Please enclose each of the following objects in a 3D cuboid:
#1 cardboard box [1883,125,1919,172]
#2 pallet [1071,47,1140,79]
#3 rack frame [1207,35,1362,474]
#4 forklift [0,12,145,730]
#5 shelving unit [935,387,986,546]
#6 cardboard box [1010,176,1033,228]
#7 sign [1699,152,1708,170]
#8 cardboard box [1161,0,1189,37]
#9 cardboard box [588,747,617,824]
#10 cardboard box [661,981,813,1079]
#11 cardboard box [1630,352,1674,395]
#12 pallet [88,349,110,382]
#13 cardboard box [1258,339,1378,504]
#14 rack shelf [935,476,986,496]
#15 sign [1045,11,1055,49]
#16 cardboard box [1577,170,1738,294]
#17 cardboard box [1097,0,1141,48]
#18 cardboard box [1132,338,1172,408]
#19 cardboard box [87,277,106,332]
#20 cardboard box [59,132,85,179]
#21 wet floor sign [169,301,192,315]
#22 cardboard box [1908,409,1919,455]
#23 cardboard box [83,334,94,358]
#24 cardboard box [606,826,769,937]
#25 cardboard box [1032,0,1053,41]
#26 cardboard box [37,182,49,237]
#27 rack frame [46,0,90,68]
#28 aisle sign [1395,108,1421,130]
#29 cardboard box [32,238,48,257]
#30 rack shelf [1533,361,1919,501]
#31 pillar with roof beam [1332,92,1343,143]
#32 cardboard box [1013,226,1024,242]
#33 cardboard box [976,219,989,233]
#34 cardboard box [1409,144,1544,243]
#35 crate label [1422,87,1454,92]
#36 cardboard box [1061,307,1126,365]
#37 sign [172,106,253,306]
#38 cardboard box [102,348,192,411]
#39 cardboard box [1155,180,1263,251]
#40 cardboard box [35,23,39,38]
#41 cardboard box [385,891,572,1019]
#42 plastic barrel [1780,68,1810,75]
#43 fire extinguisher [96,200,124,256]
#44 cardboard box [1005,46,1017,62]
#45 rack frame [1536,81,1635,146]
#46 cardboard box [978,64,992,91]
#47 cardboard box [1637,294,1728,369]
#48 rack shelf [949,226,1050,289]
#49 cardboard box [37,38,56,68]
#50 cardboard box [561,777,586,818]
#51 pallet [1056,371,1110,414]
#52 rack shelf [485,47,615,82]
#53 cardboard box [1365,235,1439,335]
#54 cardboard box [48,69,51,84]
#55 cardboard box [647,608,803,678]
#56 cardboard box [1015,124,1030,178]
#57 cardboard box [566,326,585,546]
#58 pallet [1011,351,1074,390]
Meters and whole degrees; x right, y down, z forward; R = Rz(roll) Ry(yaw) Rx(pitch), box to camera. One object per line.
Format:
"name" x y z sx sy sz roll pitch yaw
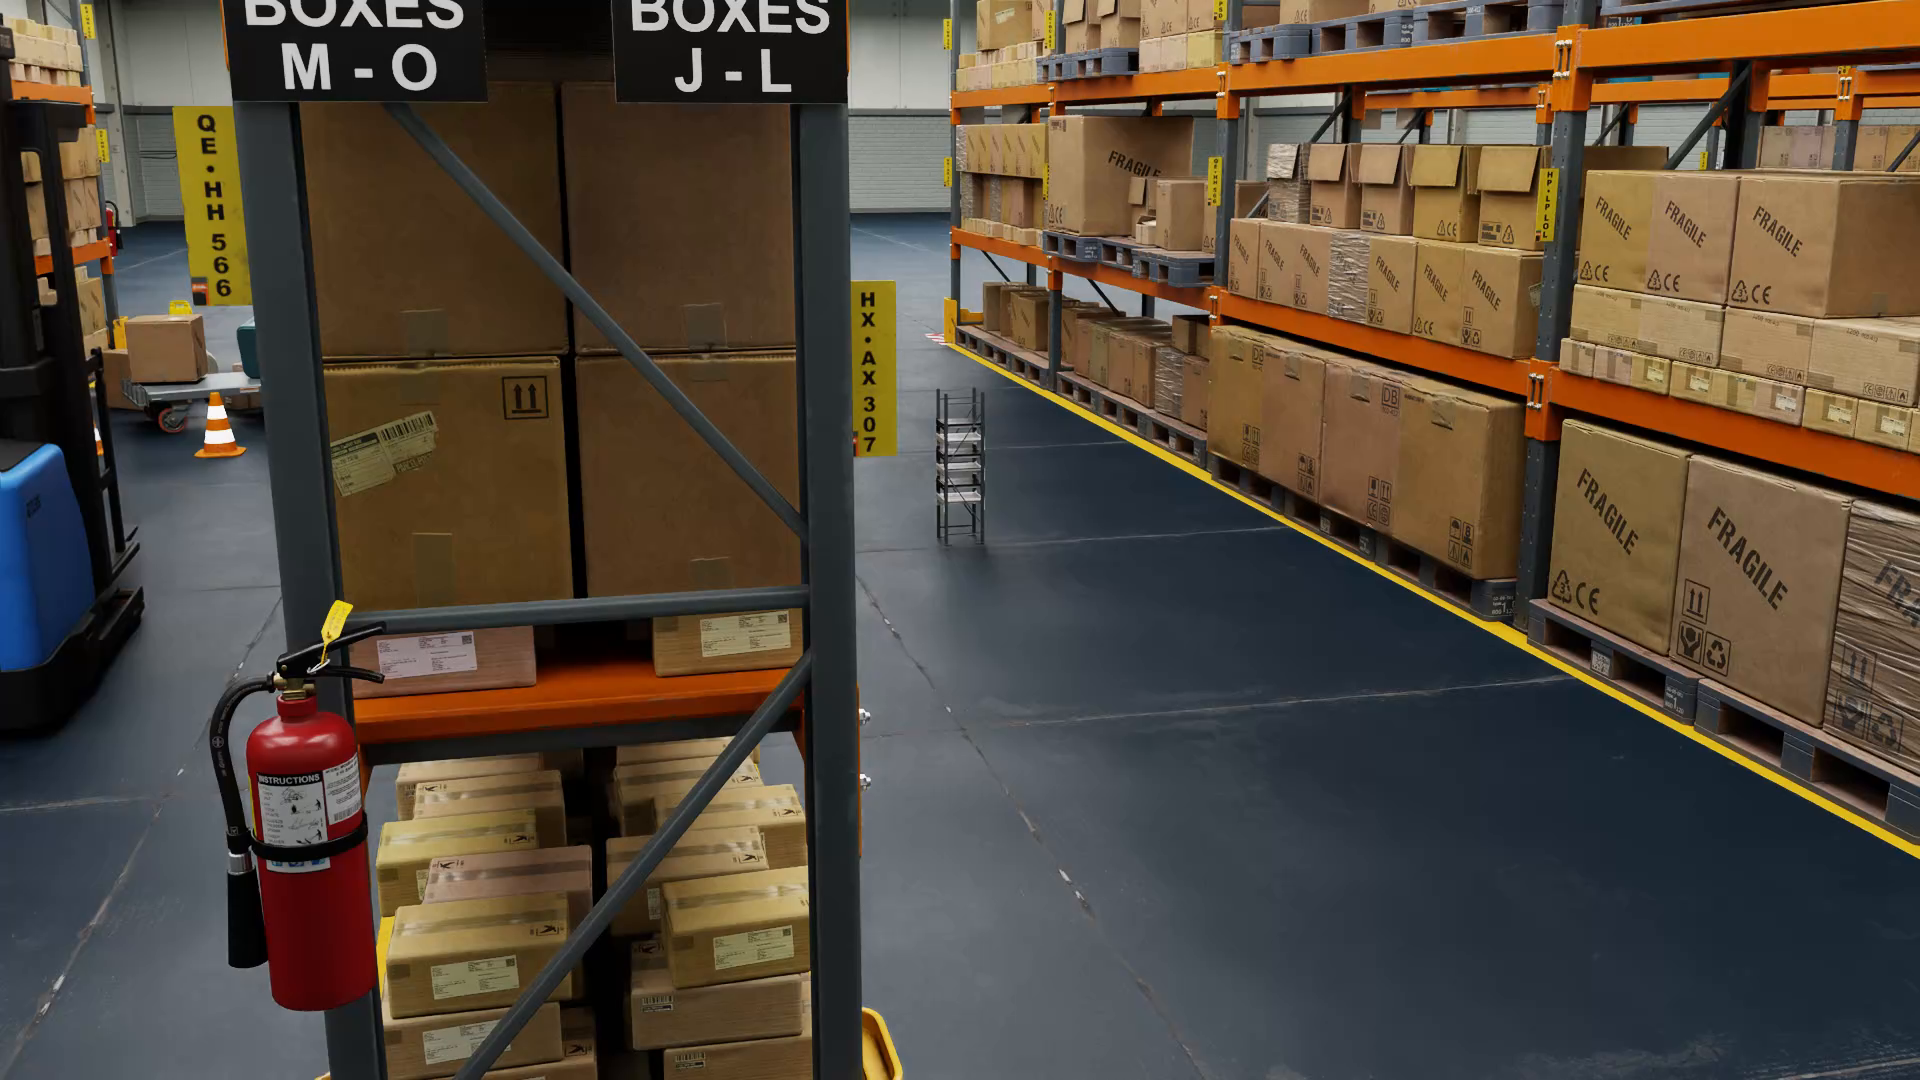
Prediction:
"cardboard box" 10.732 -4.334 18.402 0.700 0.500 0.500 -3 14 -13
"pallet" 1.620 -3.864 13.497 1.213 0.211 1.003 -3 14 -13
"rack frame" 2.272 -1.962 11.639 1.000 3.000 0.127 -3 14 -13
"forklift" -4.532 -0.926 7.543 1.130 2.935 3.031 -4 14 -16
"shelving unit" 0.002 -0.435 9.813 0.258 0.900 0.210 -3 14 -13
"cardboard box" 0.988 -3.413 16.738 0.875 0.500 0.500 -3 14 -13
"sign" 9.482 -4.789 21.217 0.100 0.325 0.005 -3 14 -13
"cardboard box" 1.786 -3.925 12.087 0.500 0.500 0.500 -3 14 -13
"cardboard box" -0.934 0.738 5.081 0.380 0.149 0.250 -3 14 -10
"cardboard box" -0.506 1.178 3.906 0.380 0.149 0.250 -3 14 -12
"cardboard box" 3.082 -0.710 7.040 0.380 0.149 0.250 -3 14 -11
"pallet" -9.065 -1.694 16.417 1.003 0.211 1.213 -3 14 -13
"cardboard box" 2.616 -0.768 10.342 1.225 0.875 0.875 -3 14 -13
"rack shelf" 0.002 -0.315 9.842 0.258 0.077 0.200 -3 14 -13
"sign" 0.807 -4.562 14.868 0.100 0.325 0.005 -3 14 -13
"cardboard box" 3.075 -1.351 7.245 0.500 0.500 0.500 -3 14 -13
"cardboard box" 1.569 -4.265 13.643 0.797 0.503 0.637 -3 14 -11
"cardboard box" 1.813 -1.373 13.567 0.700 0.500 0.500 -2 14 -8
"cardboard box" -8.798 -2.318 16.423 0.500 0.500 0.500 -3 14 -13
"cardboard box" -8.576 -3.600 15.397 0.700 0.500 0.500 -3 14 -14
"wet floor sign" -8.244 -2.215 17.636 0.267 0.644 0.232 2 14 6
"cardboard box" 3.444 -0.354 5.585 0.380 0.149 0.250 -3 14 -13
"cardboard box" -8.674 -1.833 16.016 0.500 0.250 0.500 -3 14 -13
"cardboard box" -0.669 0.831 4.072 0.380 0.149 0.250 -3 14 -12
"cardboard box" 0.979 -4.868 15.321 0.500 0.500 0.500 -4 14 -15
"cardboard box" -8.517 -2.990 15.006 0.500 0.500 0.500 -3 14 -13
"rack frame" -9.240 -6.170 16.221 1.000 3.000 0.127 -3 14 -13
"aisle sign" 5.479 -5.380 20.151 0.394 0.787 0.004 -3 14 -13
"cardboard box" -8.354 -2.597 14.766 0.380 0.149 0.250 -3 14 -13
"rack shelf" 3.681 -0.229 6.059 1.077 0.370 4.000 -3 14 -13
"pillar with roof beam" 6.022 -12.734 43.088 9.100 9.000 0.400 -3 14 -13
"cardboard box" 0.751 -3.088 16.774 0.380 0.149 0.250 -3 14 -13
"cardboard box" 0.391 -3.433 18.189 0.380 0.149 0.250 -3 14 -13
"cardboard box" 2.903 -1.881 8.983 0.797 0.503 0.637 -3 14 -13
"crate label" 5.326 -5.019 18.142 0.502 0.251 0.408 -3 14 -13
"cardboard box" 1.277 -1.969 16.050 0.500 0.500 0.500 -4 14 -15
"sign" -1.238 -0.553 2.767 0.100 0.325 0.005 -3 14 -13
"cardboard box" -7.229 -1.443 14.774 0.500 0.500 0.500 7 15 26
"cardboard box" 1.878 -2.461 12.583 0.700 0.500 0.500 -1 14 -5
"cardboard box" -8.712 -4.679 15.287 0.380 0.149 0.250 -3 14 -13
"cardboard box" -1.065 0.920 3.709 0.380 0.149 0.250 -3 14 -13
"plastic barrel" 6.951 -4.257 13.805 0.600 0.830 0.708 -3 14 -13
"fire extinguisher" -8.819 -3.270 17.155 0.296 0.674 0.183 -3 14 -13
"cardboard box" 0.661 -4.826 16.515 0.380 0.149 0.250 -3 14 -11
"rack frame" 6.147 -3.161 16.547 1.000 3.000 0.127 -3 14 -13
"cardboard box" 0.495 -4.834 17.387 0.500 0.250 0.500 -3 14 -13
"cardboard box" 3.179 -0.873 6.871 0.500 0.250 0.500 -3 14 -13
"rack shelf" 0.863 -2.997 17.390 1.077 0.370 4.000 -3 14 -13
"cardboard box" -8.614 -4.446 15.173 0.500 0.250 0.500 -3 14 -12
"cardboard box" -1.380 0.850 5.251 0.380 0.149 0.250 -3 14 -12
"pallet" 1.517 -1.351 15.013 1.003 0.211 1.213 -3 14 -13
"rack shelf" -2.103 -2.356 8.444 1.077 0.370 4.000 -3 14 -13
"cardboard box" 2.597 -1.416 9.191 0.500 0.500 0.500 -3 14 -14
"cardboard box" -8.770 -4.343 15.593 0.380 0.149 0.250 -3 14 -13
"cardboard box" -0.452 0.165 3.460 0.380 0.149 0.250 -3 14 -14
"cardboard box" 0.841 -3.768 16.085 0.500 0.500 0.500 -3 14 -13
"cardboard box" -0.682 -0.298 3.989 0.500 0.500 0.500 -3 14 -13
"pallet" 1.140 -1.684 16.374 1.003 0.211 1.213 -3 14 -13
